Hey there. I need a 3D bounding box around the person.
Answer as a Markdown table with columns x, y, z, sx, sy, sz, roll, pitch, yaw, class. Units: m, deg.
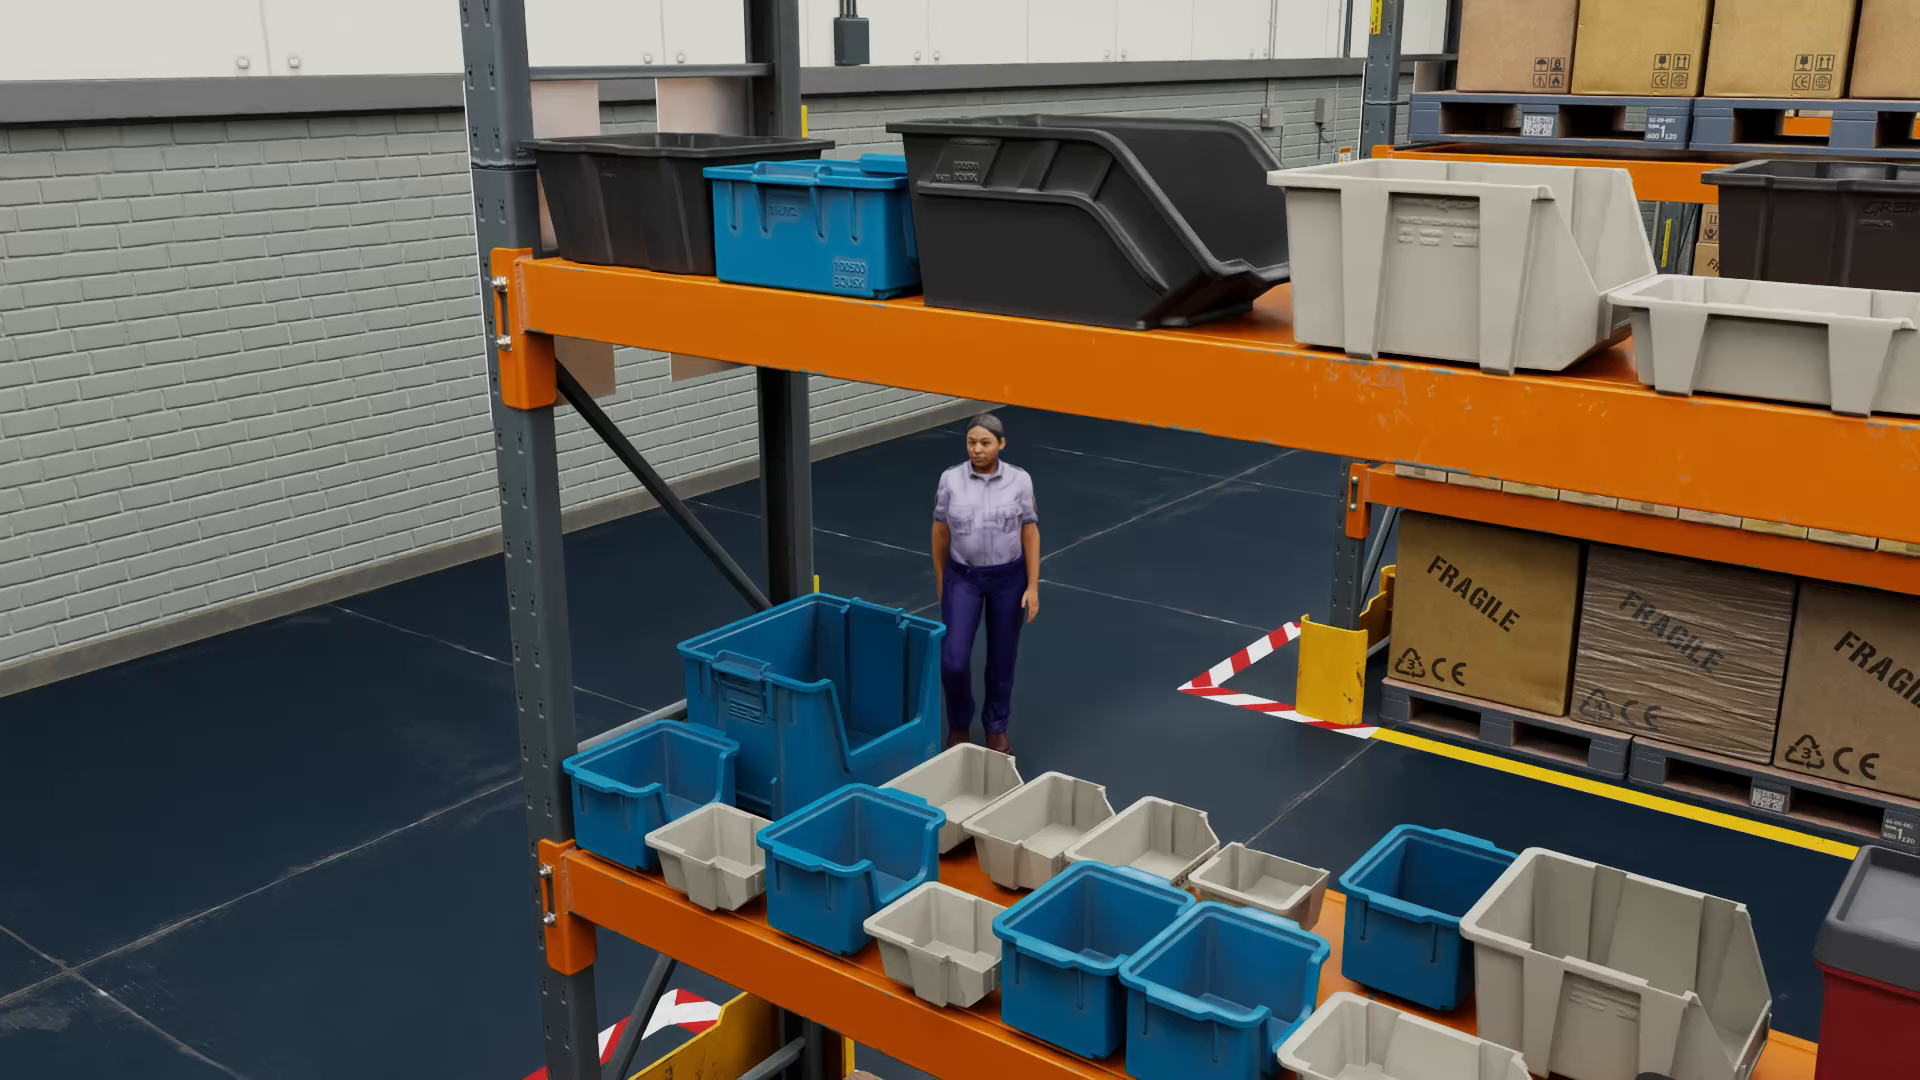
| x | y | z | sx | sy | sz | roll | pitch | yaw | class |
| --- | --- | --- | --- | --- | --- | --- | --- | --- | --- |
| 0.125 | 0.258 | 7.708 | 0.492 | 1.659 | 0.430 | -1 | 17 | -4 | person |
